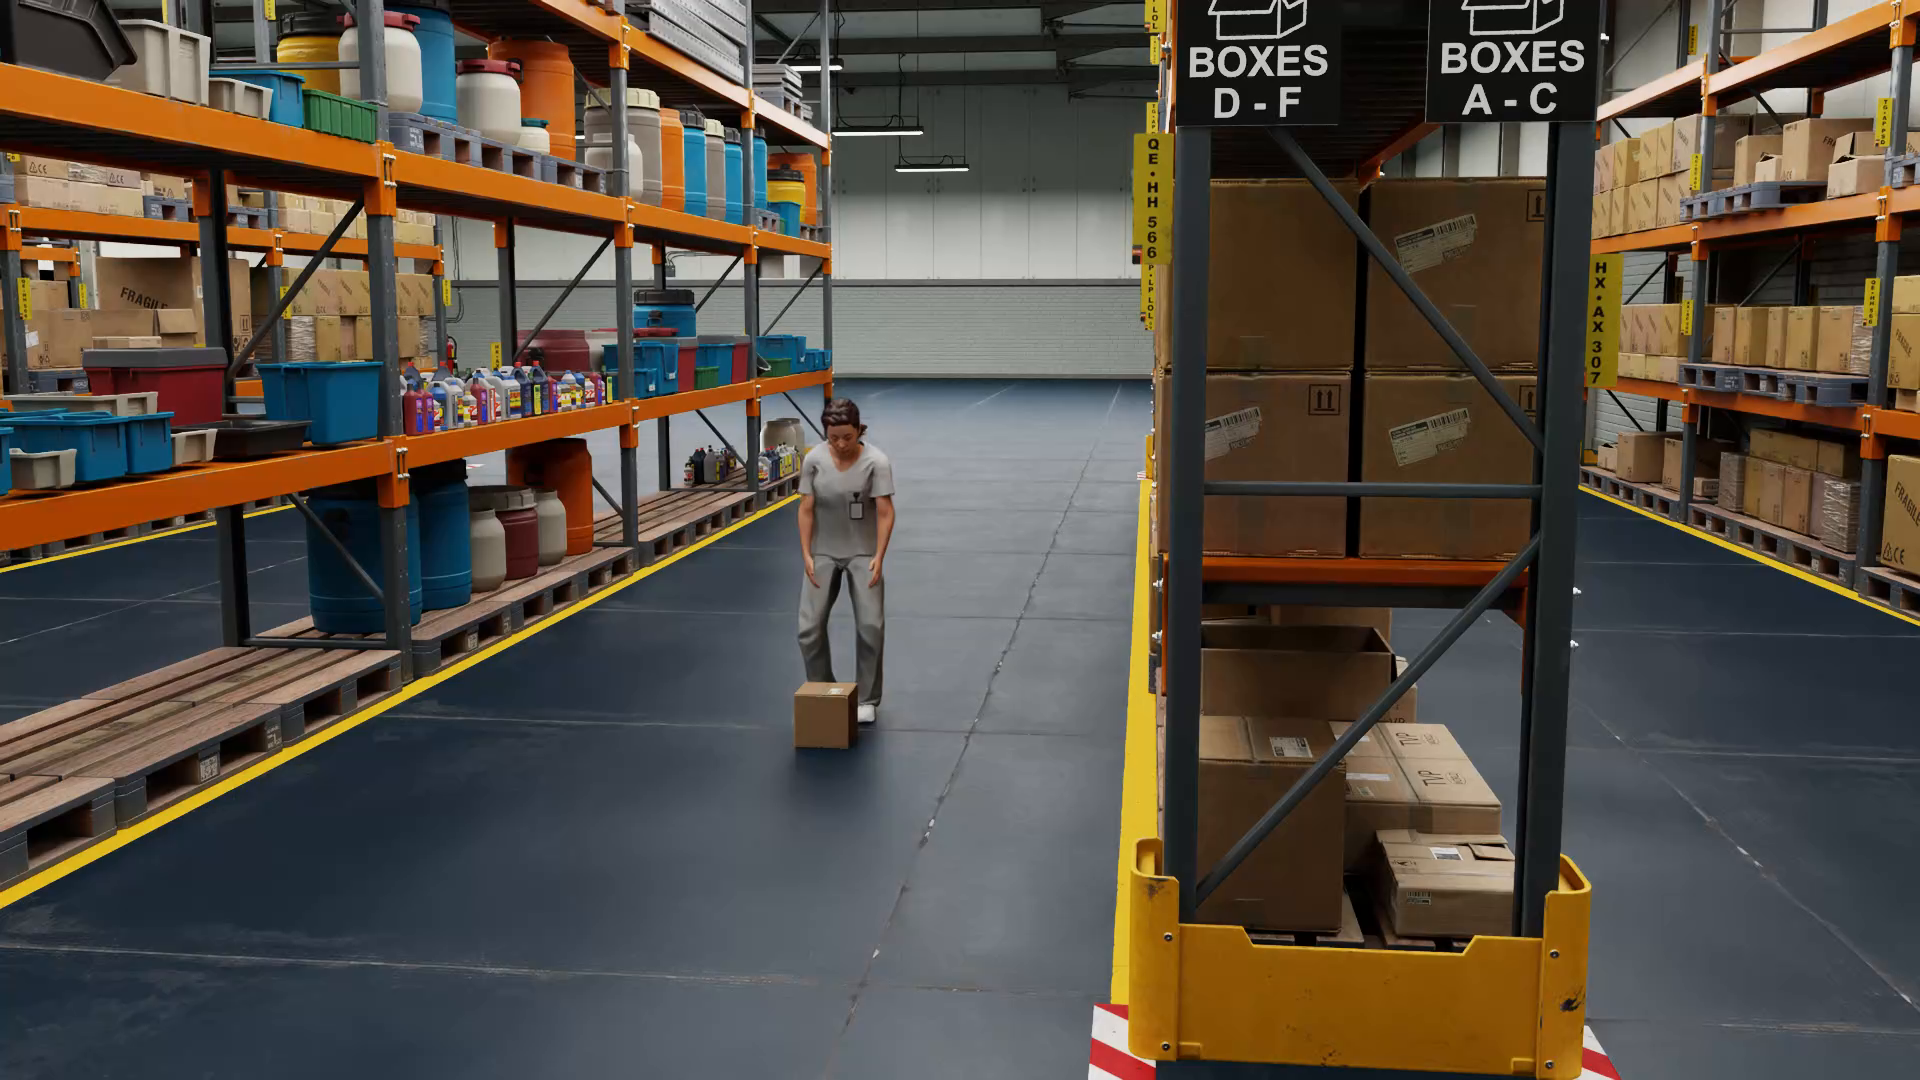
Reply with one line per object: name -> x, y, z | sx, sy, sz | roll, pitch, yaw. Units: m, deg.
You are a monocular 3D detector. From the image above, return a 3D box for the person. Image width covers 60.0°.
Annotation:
person -> -0.543, 0.099, 8.010 | 0.475, 1.566, 0.467 | 1, 8, 7
